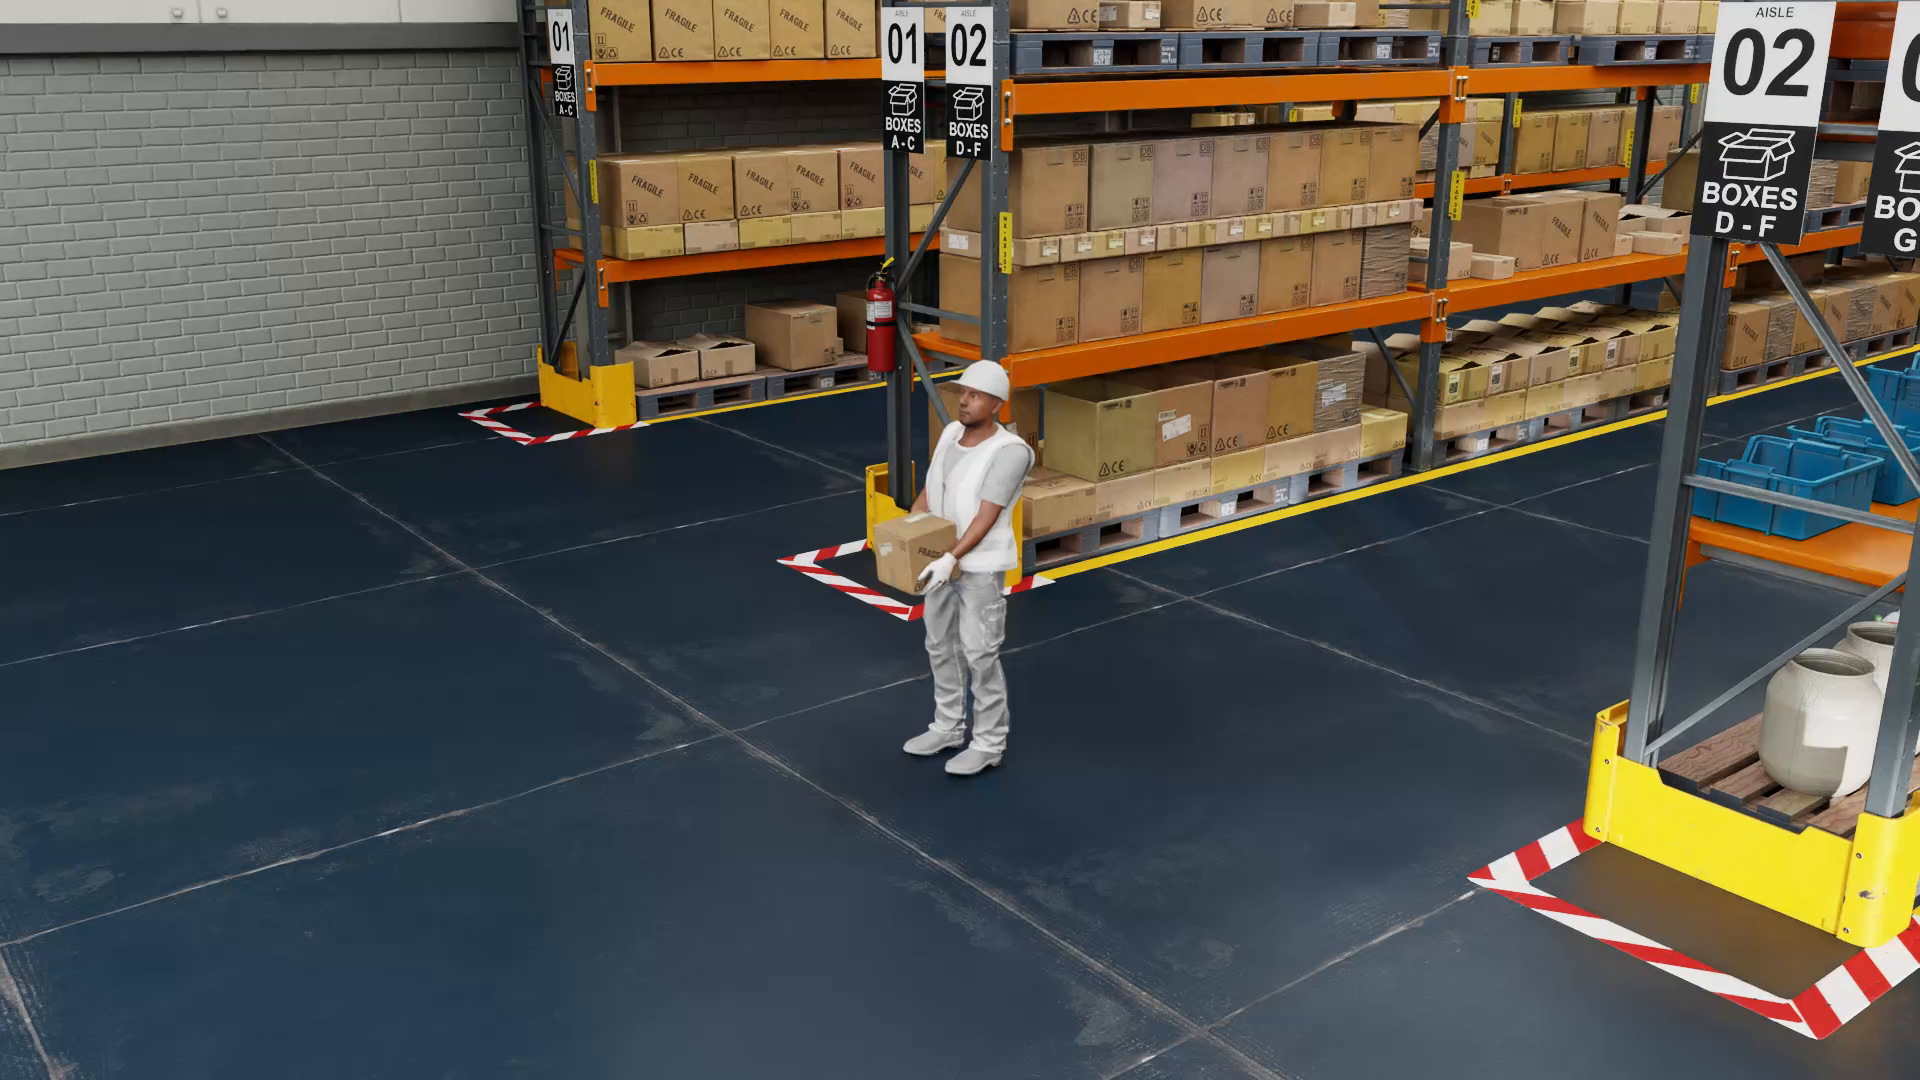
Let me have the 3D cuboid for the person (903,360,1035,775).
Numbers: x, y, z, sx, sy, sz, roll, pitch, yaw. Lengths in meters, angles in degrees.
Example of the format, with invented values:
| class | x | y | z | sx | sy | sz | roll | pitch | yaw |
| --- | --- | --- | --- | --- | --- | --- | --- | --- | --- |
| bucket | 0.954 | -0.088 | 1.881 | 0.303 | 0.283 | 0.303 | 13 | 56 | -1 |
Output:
| class | x | y | z | sx | sy | sz | roll | pitch | yaw |
| --- | --- | --- | --- | --- | --- | --- | --- | --- | --- |
| person | -0.026 | 0.131 | 7.097 | 0.569 | 1.787 | 0.499 | -13 | 22 | -35 |
